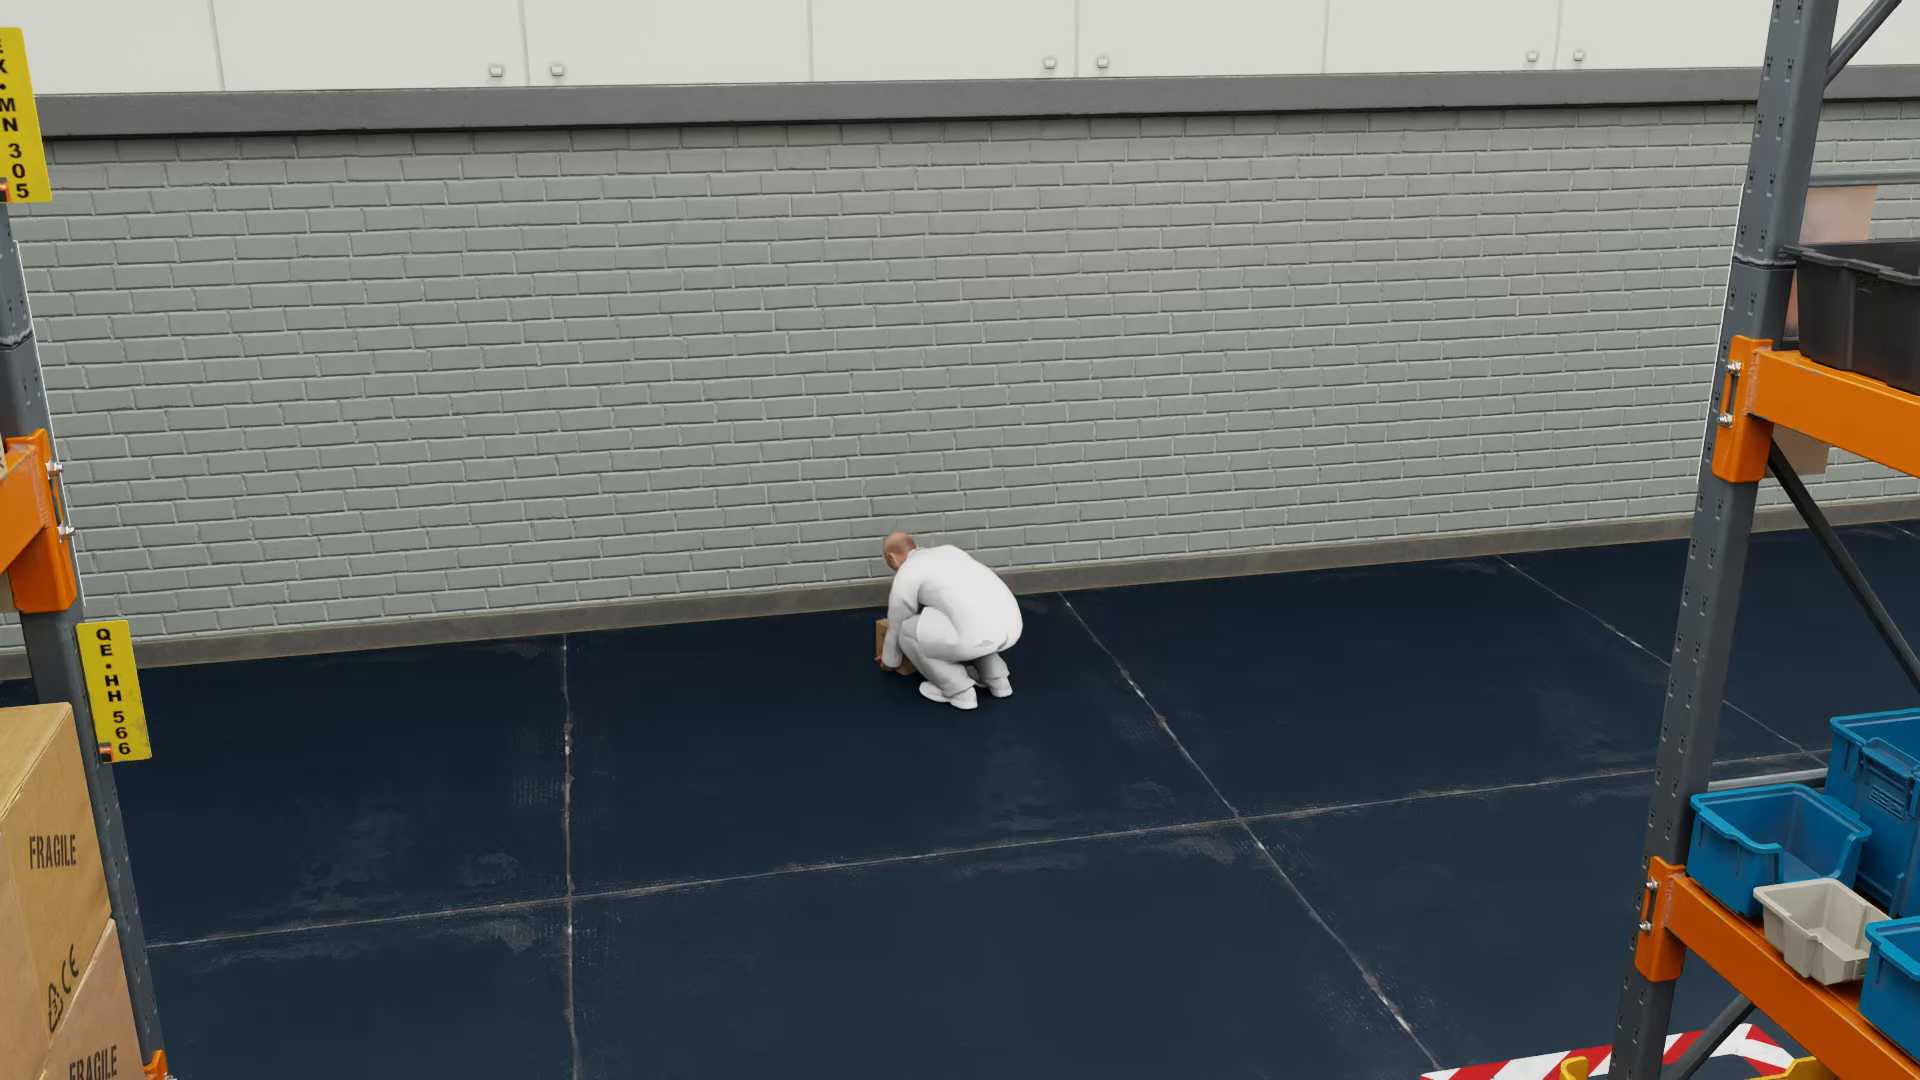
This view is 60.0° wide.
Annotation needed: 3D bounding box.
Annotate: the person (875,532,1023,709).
[{"bbox_3d":[-0.072,0.451,8.927,0.582,0.889,0.932,-17,25,-39],"label":"person"}]
